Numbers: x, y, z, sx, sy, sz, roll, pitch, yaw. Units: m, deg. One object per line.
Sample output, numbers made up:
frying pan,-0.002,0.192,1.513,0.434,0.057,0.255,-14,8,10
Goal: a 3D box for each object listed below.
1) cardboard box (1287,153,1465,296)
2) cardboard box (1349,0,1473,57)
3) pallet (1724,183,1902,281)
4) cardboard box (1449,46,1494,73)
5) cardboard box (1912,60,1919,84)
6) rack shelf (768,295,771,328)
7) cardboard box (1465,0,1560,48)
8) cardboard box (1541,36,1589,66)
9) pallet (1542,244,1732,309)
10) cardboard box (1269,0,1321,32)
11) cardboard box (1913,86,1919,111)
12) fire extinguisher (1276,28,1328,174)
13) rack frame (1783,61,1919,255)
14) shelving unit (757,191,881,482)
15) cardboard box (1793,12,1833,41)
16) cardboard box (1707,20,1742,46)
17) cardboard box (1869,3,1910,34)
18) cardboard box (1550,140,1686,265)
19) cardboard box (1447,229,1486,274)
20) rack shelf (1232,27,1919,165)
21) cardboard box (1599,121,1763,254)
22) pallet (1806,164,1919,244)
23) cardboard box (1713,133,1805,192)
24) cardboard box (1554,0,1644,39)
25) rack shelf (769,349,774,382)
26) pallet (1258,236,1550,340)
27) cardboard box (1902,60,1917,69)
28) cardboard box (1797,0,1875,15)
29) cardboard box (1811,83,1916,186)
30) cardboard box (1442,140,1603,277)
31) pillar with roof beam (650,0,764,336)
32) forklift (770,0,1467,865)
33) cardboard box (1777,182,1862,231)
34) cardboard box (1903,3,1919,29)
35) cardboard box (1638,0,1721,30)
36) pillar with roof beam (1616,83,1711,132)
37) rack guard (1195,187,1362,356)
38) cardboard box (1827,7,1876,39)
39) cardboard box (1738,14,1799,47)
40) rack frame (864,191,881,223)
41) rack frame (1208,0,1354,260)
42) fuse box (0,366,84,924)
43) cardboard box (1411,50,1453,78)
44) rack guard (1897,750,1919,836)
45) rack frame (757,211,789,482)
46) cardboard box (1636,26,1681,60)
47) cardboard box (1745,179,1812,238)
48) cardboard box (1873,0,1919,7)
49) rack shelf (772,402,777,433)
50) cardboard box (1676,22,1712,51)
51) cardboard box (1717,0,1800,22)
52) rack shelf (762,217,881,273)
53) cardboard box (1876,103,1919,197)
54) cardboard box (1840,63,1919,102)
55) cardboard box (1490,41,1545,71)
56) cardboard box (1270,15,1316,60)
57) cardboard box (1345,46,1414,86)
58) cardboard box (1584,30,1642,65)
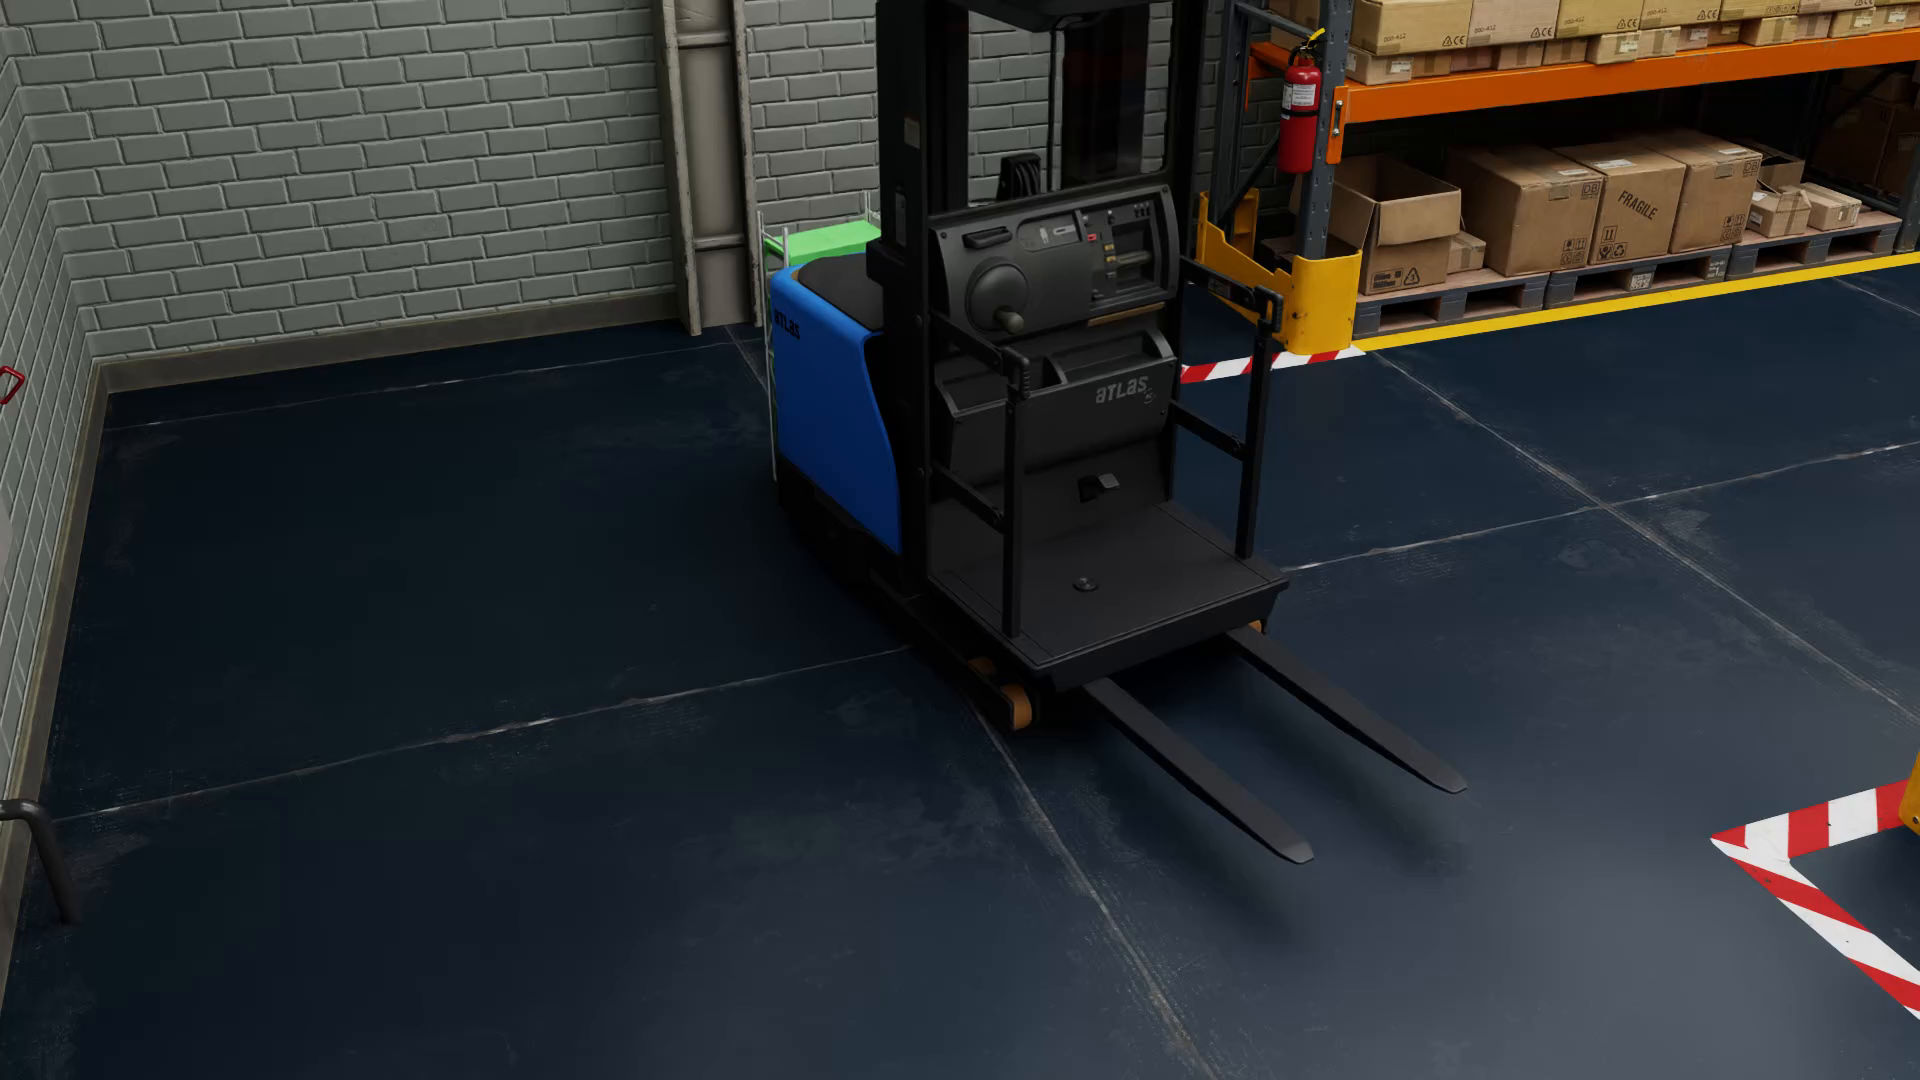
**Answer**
cardboard box,2.186,-1.671,8.750,0.637,0.503,0.797,-12,32,-20
cardboard box,2.099,-2.529,8.009,0.500,0.250,0.500,-10,31,-17
pallet,4.685,-1.872,9.823,1.213,0.211,1.003,-10,31,-18
cardboard box,2.440,-2.458,8.289,0.250,0.149,0.380,-11,31,-18
cardboard box,5.736,-2.676,9.562,0.250,0.149,0.380,-11,31,-18
rack shelf,-0.532,-0.955,6.859,0.480,0.148,0.258,-17,34,-28
cardboard box,2.571,-2.616,8.162,0.500,0.250,0.500,-10,31,-17
cardboard box,2.945,-2.522,8.400,0.250,0.149,0.380,-10,31,-17
pallet,3.539,-1.659,9.450,1.213,0.211,1.003,-10,31,-18
cardboard box,1.918,-2.778,8.447,0.500,0.250,0.500,-10,31,-16
cardboard box,5.758,-2.518,9.586,0.250,0.149,0.380,-9,31,-15
fire extinguisher,1.603,-2.076,7.818,0.183,0.674,0.296,-10,31,-18
rack frame,5.329,-3.202,9.340,0.127,3.000,1.000,-10,31,-18
shelving unit,-0.532,-0.802,6.946,0.503,1.200,0.258,-17,34,-28
cardboard box,4.391,-2.777,8.847,0.250,0.149,0.380,-10,31,-16
cardboard box,3.880,-2.727,8.760,0.250,0.149,0.380,-10,31,-17
cardboard box,4.881,-2.865,9.003,0.250,0.149,0.380,-10,31,-16
cardboard box,3.531,-1.844,9.057,0.500,0.500,0.500,-10,31,-17
cardboard box,2.598,-1.572,8.935,0.250,0.149,0.380,-12,32,-20
rack shelf,3.454,-2.544,8.912,4.000,0.370,1.077,-10,31,-18
cardboard box,3.974,-1.978,9.292,0.500,0.500,0.700,-12,32,-19
pallet,6.078,-2.148,10.307,1.213,0.211,1.003,-10,31,-18
cardboard box,4.627,-2.211,9.893,0.500,0.311,0.500,-9,31,-16
cardboard box,3.045,-2.705,8.318,0.500,0.250,0.500,-11,31,-19
rack shelf,-0.532,-0.747,6.977,0.480,0.148,0.258,-17,34,-28
pallet,2.398,-1.451,9.083,1.213,0.211,1.003,-10,31,-18
cardboard box,5.818,-2.825,10.124,0.250,0.149,0.380,-10,31,-18
cardboard box,4.472,-2.971,8.786,0.500,0.250,0.500,-10,31,-17
cardboard box,5.686,-2.520,10.244,0.500,0.500,0.500,-11,31,-18
cardboard box,3.001,-1.799,8.978,0.500,0.500,0.700,-9,31,-16
pillar with roof beam,0.239,-3.073,3.054,0.400,9.000,9.100,-10,31,-18
forklift,0.449,-0.889,5.349,1.130,2.935,3.031,-17,34,-27
cardboard box,4.909,-1.913,9.533,0.250,0.149,0.380,-11,32,-19
cardboard box,5.118,-2.920,9.099,0.250,0.149,0.380,-10,31,-17
cardboard box,3.517,-2.803,8.491,0.500,0.250,0.500,-11,32,-19
pillar with roof beam,5.863,-4.109,4.872,0.400,9.000,9.100,-10,31,-18
rack guard,1.651,-1.438,8.769,0.348,0.500,1.175,-10,31,-18
cardboard box,4.646,-2.809,8.904,0.250,0.149,0.380,-10,31,-16
cardboard box,4.161,-2.719,8.747,0.250,0.149,0.380,-11,31,-18
rack frame,-0.325,-0.866,7.058,0.015,1.200,0.240,-17,34,-28
rack frame,1.580,-2.511,8.128,0.127,3.000,1.000,-10,31,-18
fuse box,-2.558,0.335,4.433,0.414,1.711,0.539,-10,31,-18
cardboard box,2.206,-2.397,8.181,0.250,0.149,0.380,-10,31,-16
rack guard,3.291,0.881,4.698,0.348,0.500,1.175,-10,31,-18
rack frame,-0.739,-0.738,6.833,0.015,1.200,0.240,-17,34,-28
cardboard box,3.448,-2.586,8.512,0.250,0.149,0.380,-10,31,-16
cardboard box,4.574,-1.902,9.396,0.258,0.266,0.396,-9,31,-16
cardboard box,4.936,-3.065,8.950,0.500,0.250,0.500,-10,31,-16
rack shelf,-0.532,-0.538,7.096,0.480,0.148,0.258,-17,34,-28
cardboard box,3.665,-2.662,8.646,0.250,0.149,0.380,-11,31,-18
cardboard box,4.000,-2.891,8.646,0.500,0.250,0.500,-11,31,-18
rack shelf,-0.532,-1.164,6.740,0.480,0.148,0.258,-17,34,-28
cardboard box,5.860,-2.277,9.818,0.500,0.500,0.500,-9,31,-15
cardboard box,5.573,-2.777,10.040,0.250,0.149,0.380,-12,32,-20
cardboard box,2.698,-2.474,8.315,0.250,0.149,0.380,-9,31,-16
cardboard box,1.797,-2.584,8.509,0.250,0.149,0.380,-11,31,-18
cardboard box,1.983,-2.332,8.066,0.250,0.149,0.380,-11,31,-18
cardboard box,3.208,-2.531,8.416,0.250,0.149,0.380,-11,32,-19
